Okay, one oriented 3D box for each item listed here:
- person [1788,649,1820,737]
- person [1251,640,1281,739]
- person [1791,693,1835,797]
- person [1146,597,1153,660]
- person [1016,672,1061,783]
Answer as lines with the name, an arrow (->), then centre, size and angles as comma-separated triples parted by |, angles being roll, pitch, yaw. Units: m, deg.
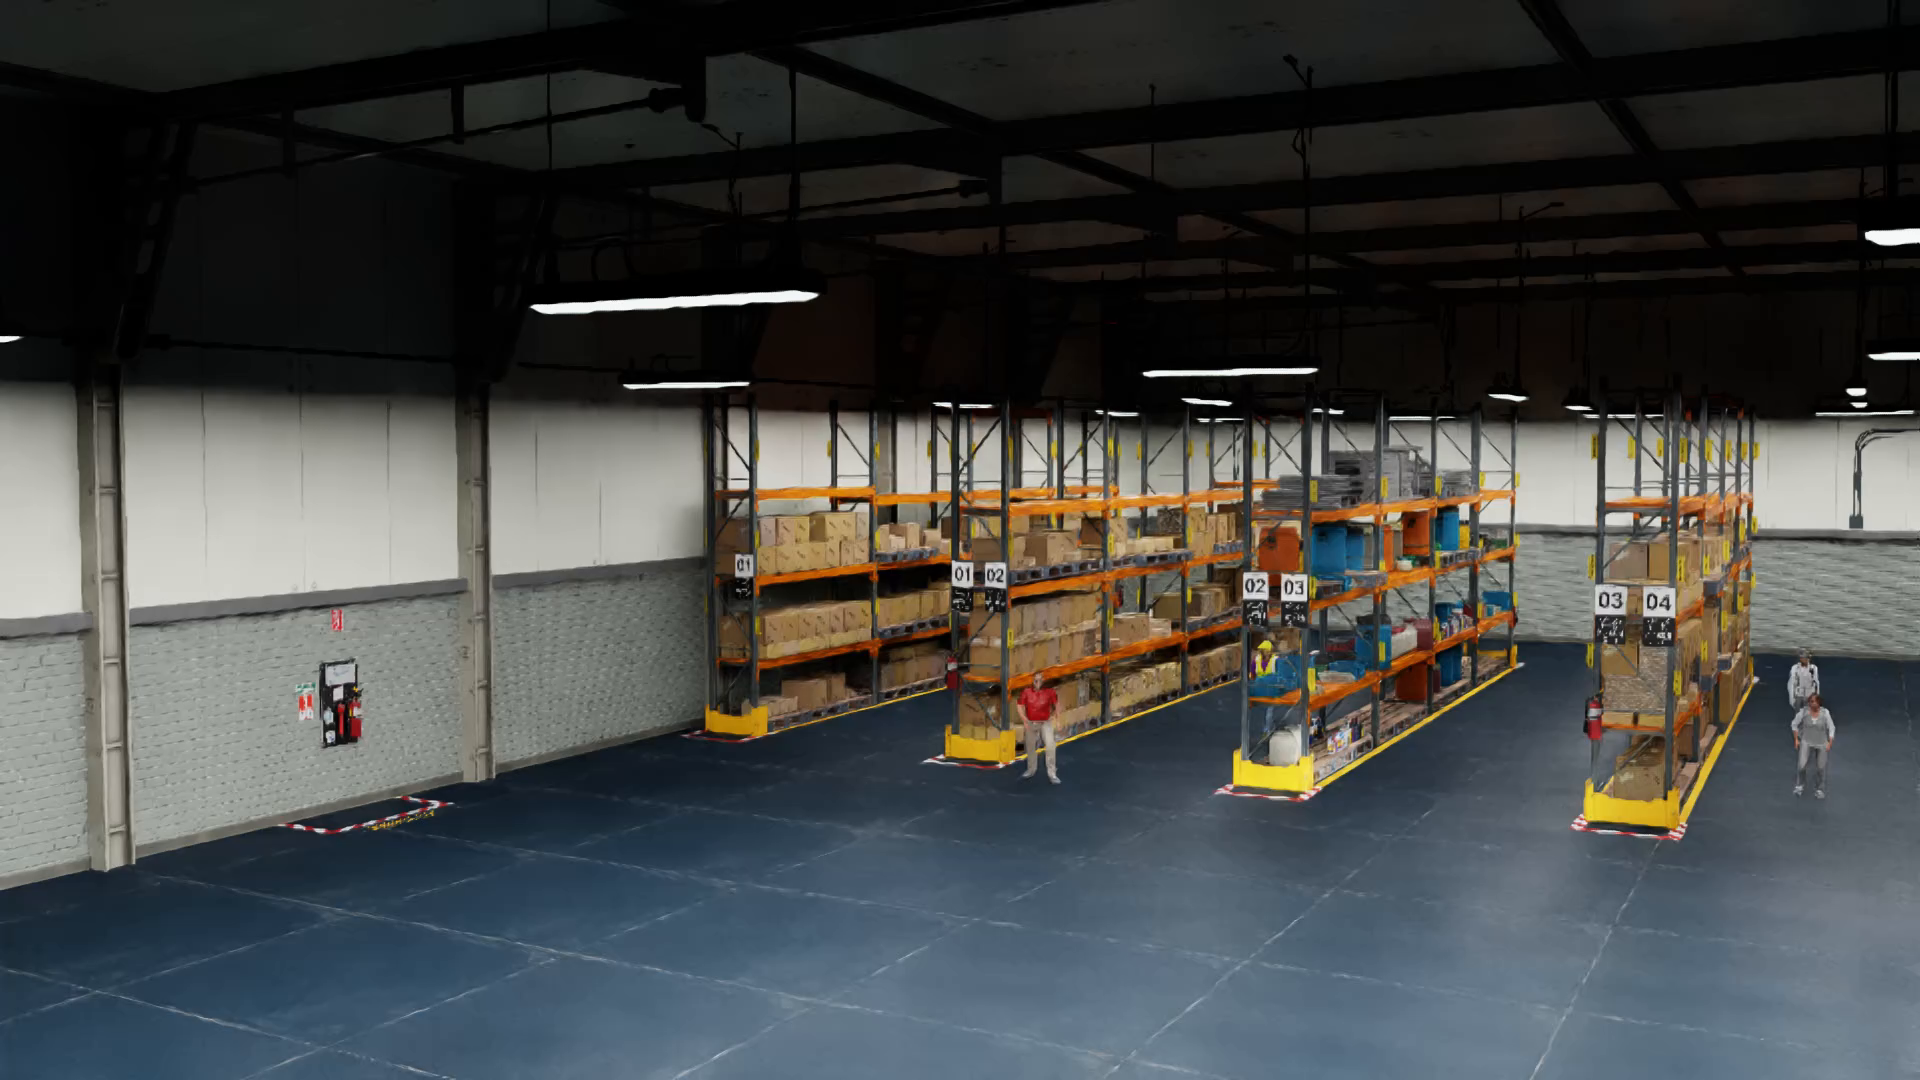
person -> 14.429, 2.644, 28.439 | 0.498, 1.585, 1.075 | 2, 3, 26
person -> 5.320, 2.579, 28.947 | 0.574, 1.684, 1.107 | 2, 4, 32
person -> 12.282, 2.943, 23.949 | 0.566, 1.541, 0.519 | 2, 3, 27
person -> 4.534, 2.086, 38.076 | 0.543, 1.700, 1.119 | 2, 3, 26
person -> 1.205, 2.805, 25.139 | 0.693, 1.670, 0.788 | 0, 3, 8
